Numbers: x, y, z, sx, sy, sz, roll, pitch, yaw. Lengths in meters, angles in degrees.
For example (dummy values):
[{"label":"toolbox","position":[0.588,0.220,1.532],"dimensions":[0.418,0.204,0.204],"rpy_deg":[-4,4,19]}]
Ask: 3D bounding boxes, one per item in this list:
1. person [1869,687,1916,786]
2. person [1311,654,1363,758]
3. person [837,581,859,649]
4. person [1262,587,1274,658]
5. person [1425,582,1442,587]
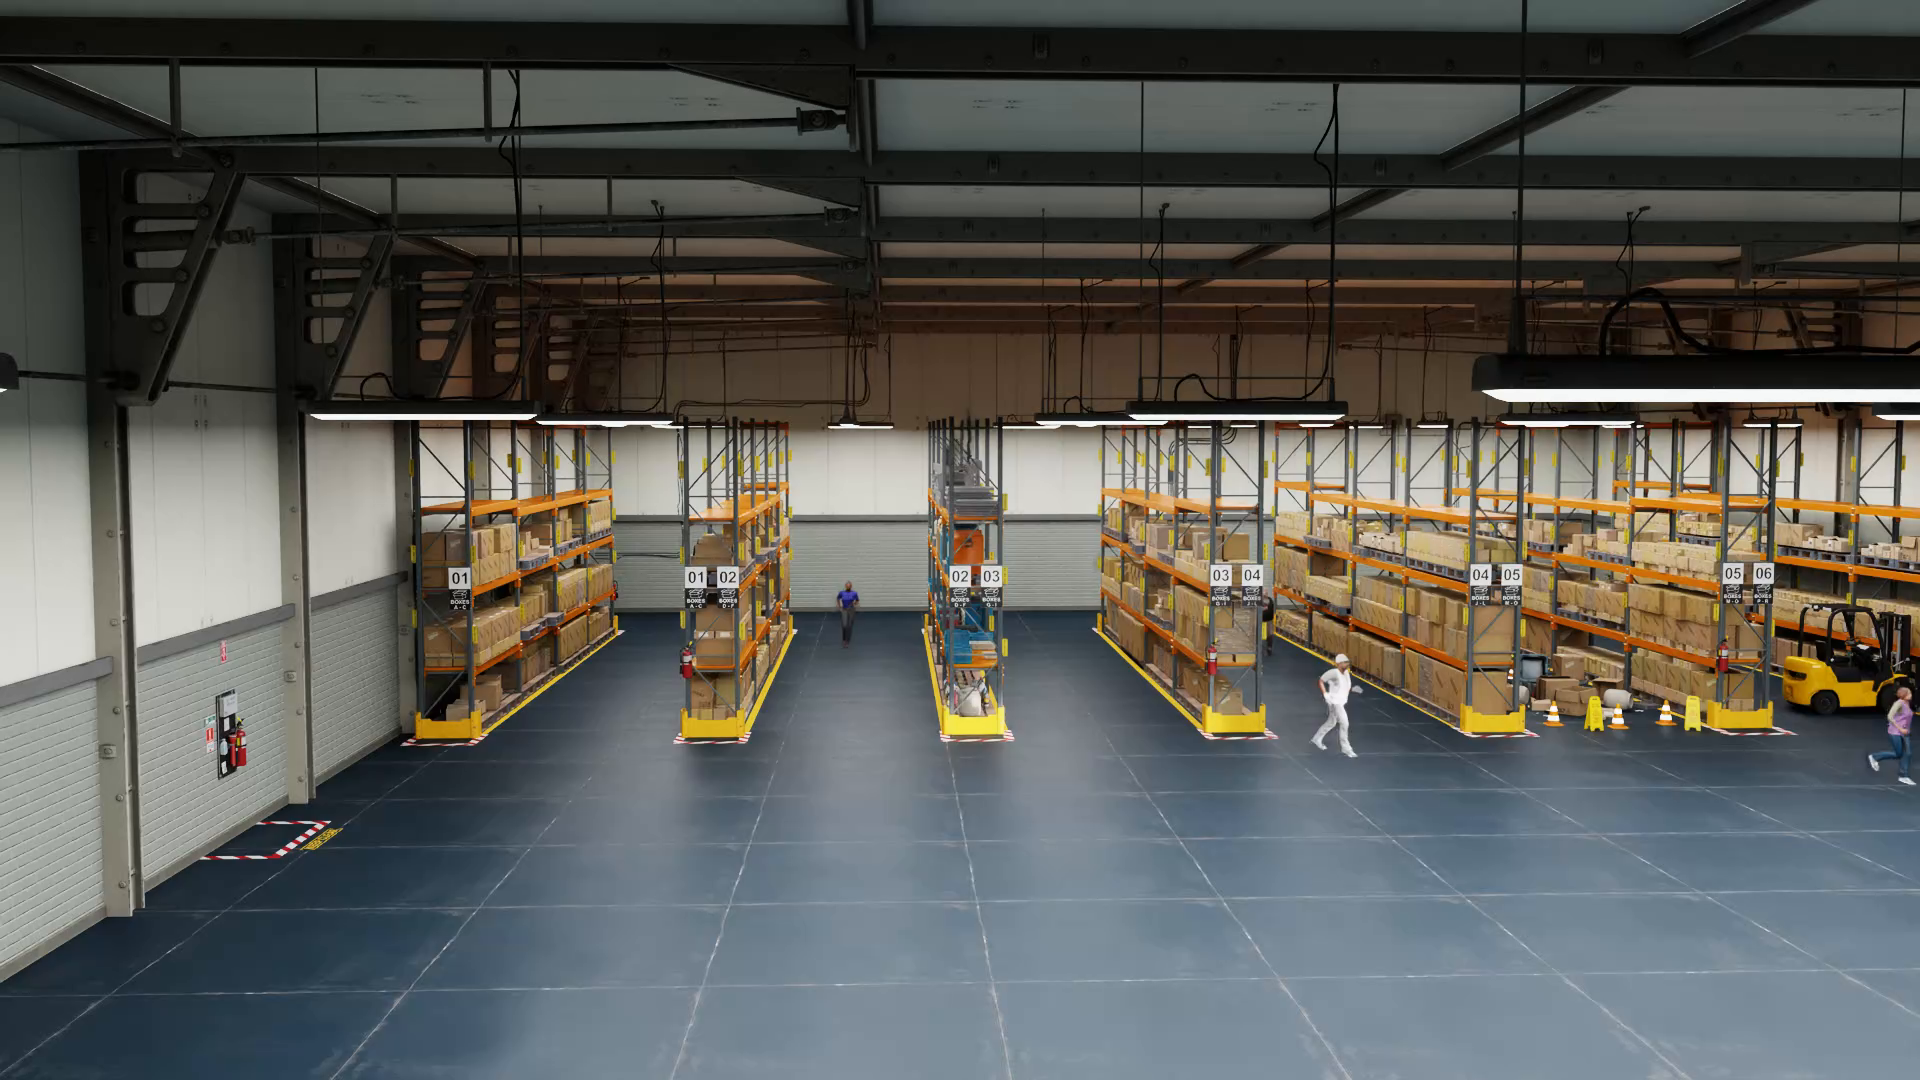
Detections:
[{"label":"person","position":[15.304,3.180,27.203],"dimensions":[0.566,1.575,0.739],"rpy_deg":[-3,5,-40]},{"label":"person","position":[6.653,2.914,29.474],"dimensions":[0.929,1.817,0.623],"rpy_deg":[2,4,33]},{"label":"person","position":[-2.830,1.892,42.113],"dimensions":[0.563,1.707,0.711],"rpy_deg":[0,4,-7]},{"label":"person","position":[7.782,2.086,42.455],"dimensions":[0.641,1.770,0.740],"rpy_deg":[-1,4,-8]},{"label":"person","position":[14.251,1.578,49.789],"dimensions":[0.661,1.750,0.640],"rpy_deg":[0,4,-7]}]
